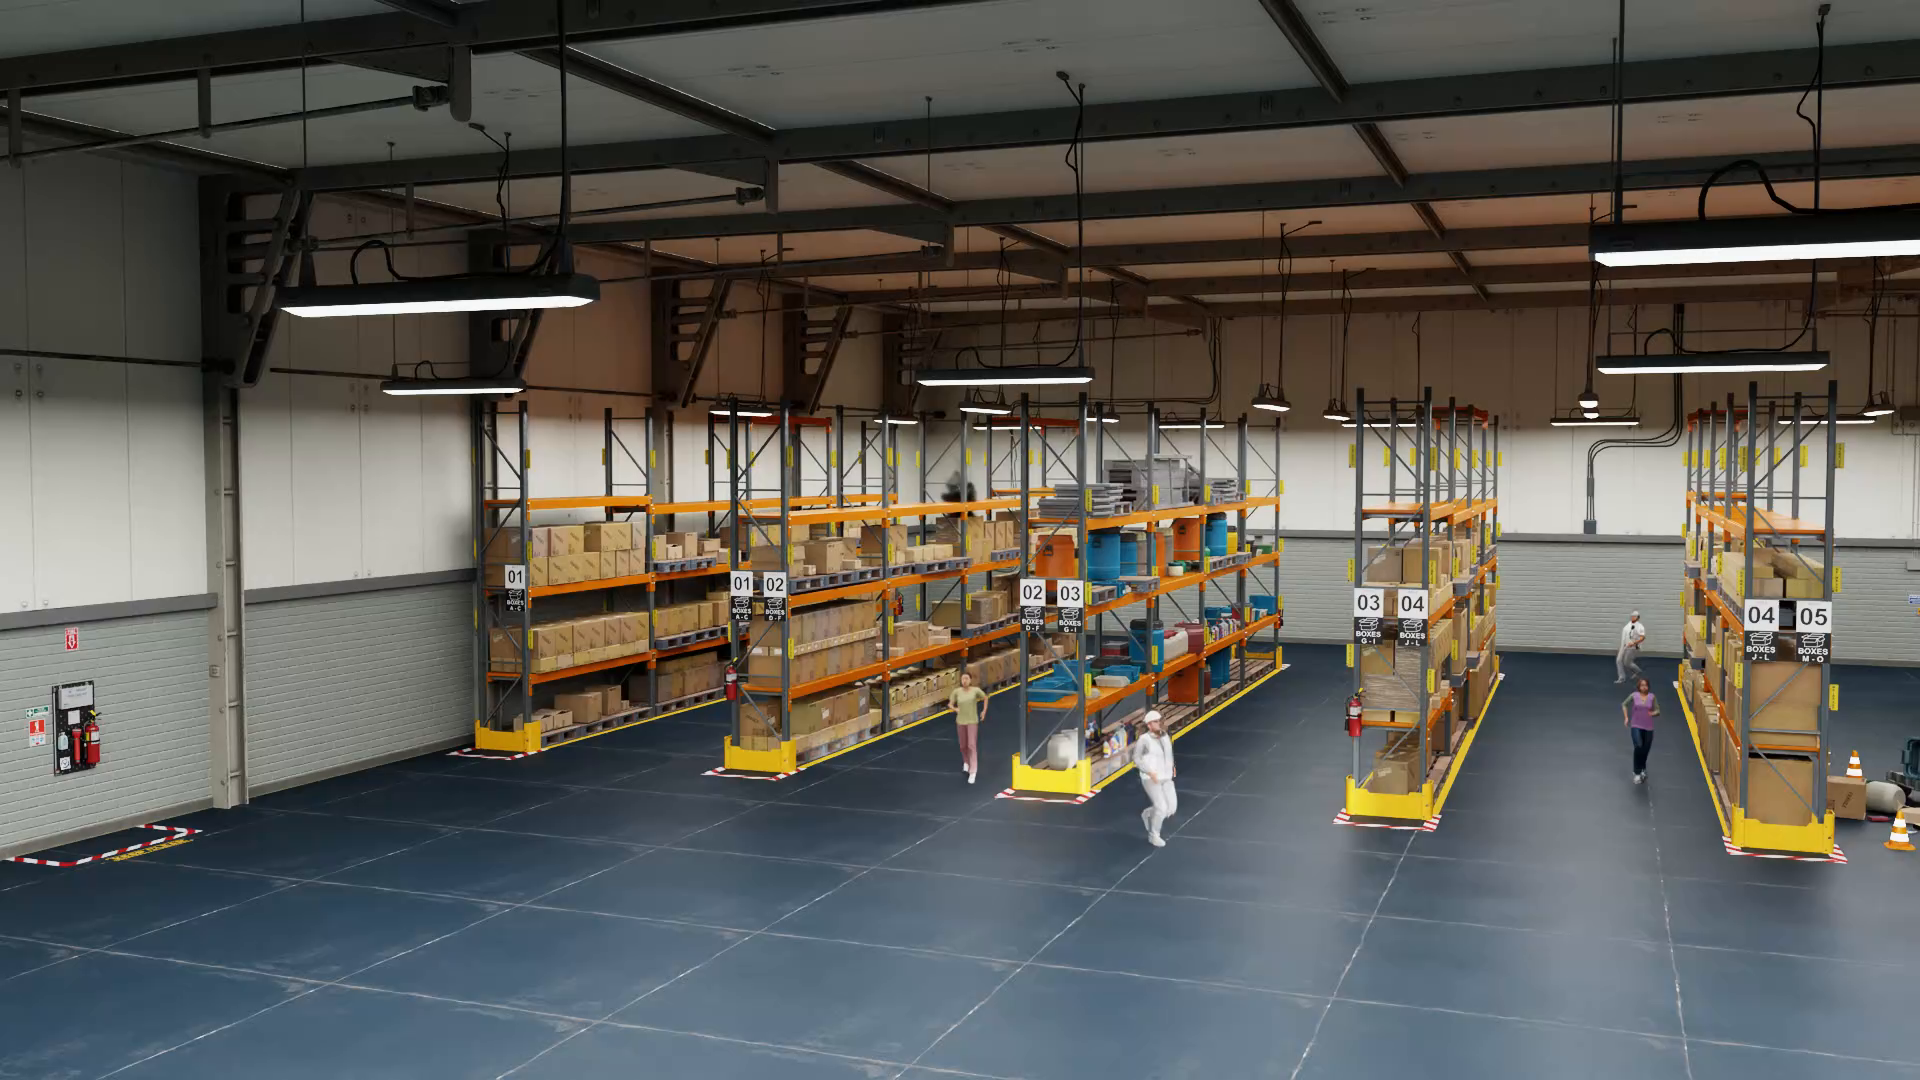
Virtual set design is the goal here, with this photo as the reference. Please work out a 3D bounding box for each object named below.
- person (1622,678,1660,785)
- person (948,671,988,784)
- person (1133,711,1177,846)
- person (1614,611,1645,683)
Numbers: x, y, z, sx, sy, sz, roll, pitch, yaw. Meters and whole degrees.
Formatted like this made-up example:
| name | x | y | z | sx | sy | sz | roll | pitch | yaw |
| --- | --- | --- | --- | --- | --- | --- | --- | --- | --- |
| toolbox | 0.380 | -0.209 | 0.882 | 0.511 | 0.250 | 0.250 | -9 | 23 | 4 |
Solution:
| name | x | y | z | sx | sy | sz | roll | pitch | yaw |
| --- | --- | --- | --- | --- | --- | --- | --- | --- | --- |
| person | 10.540 | 2.949 | 25.714 | 0.503 | 1.644 | 0.710 | 0 | 3 | 9 |
| person | 0.116 | 2.894 | 26.036 | 0.612 | 1.700 | 0.892 | 1 | 3 | 11 |
| person | 2.543 | 3.087 | 21.663 | 0.663 | 1.739 | 0.540 | -2 | 3 | -35 |
| person | 14.978 | 2.400 | 37.114 | 0.651 | 1.636 | 0.657 | -1 | 3 | -18 |
